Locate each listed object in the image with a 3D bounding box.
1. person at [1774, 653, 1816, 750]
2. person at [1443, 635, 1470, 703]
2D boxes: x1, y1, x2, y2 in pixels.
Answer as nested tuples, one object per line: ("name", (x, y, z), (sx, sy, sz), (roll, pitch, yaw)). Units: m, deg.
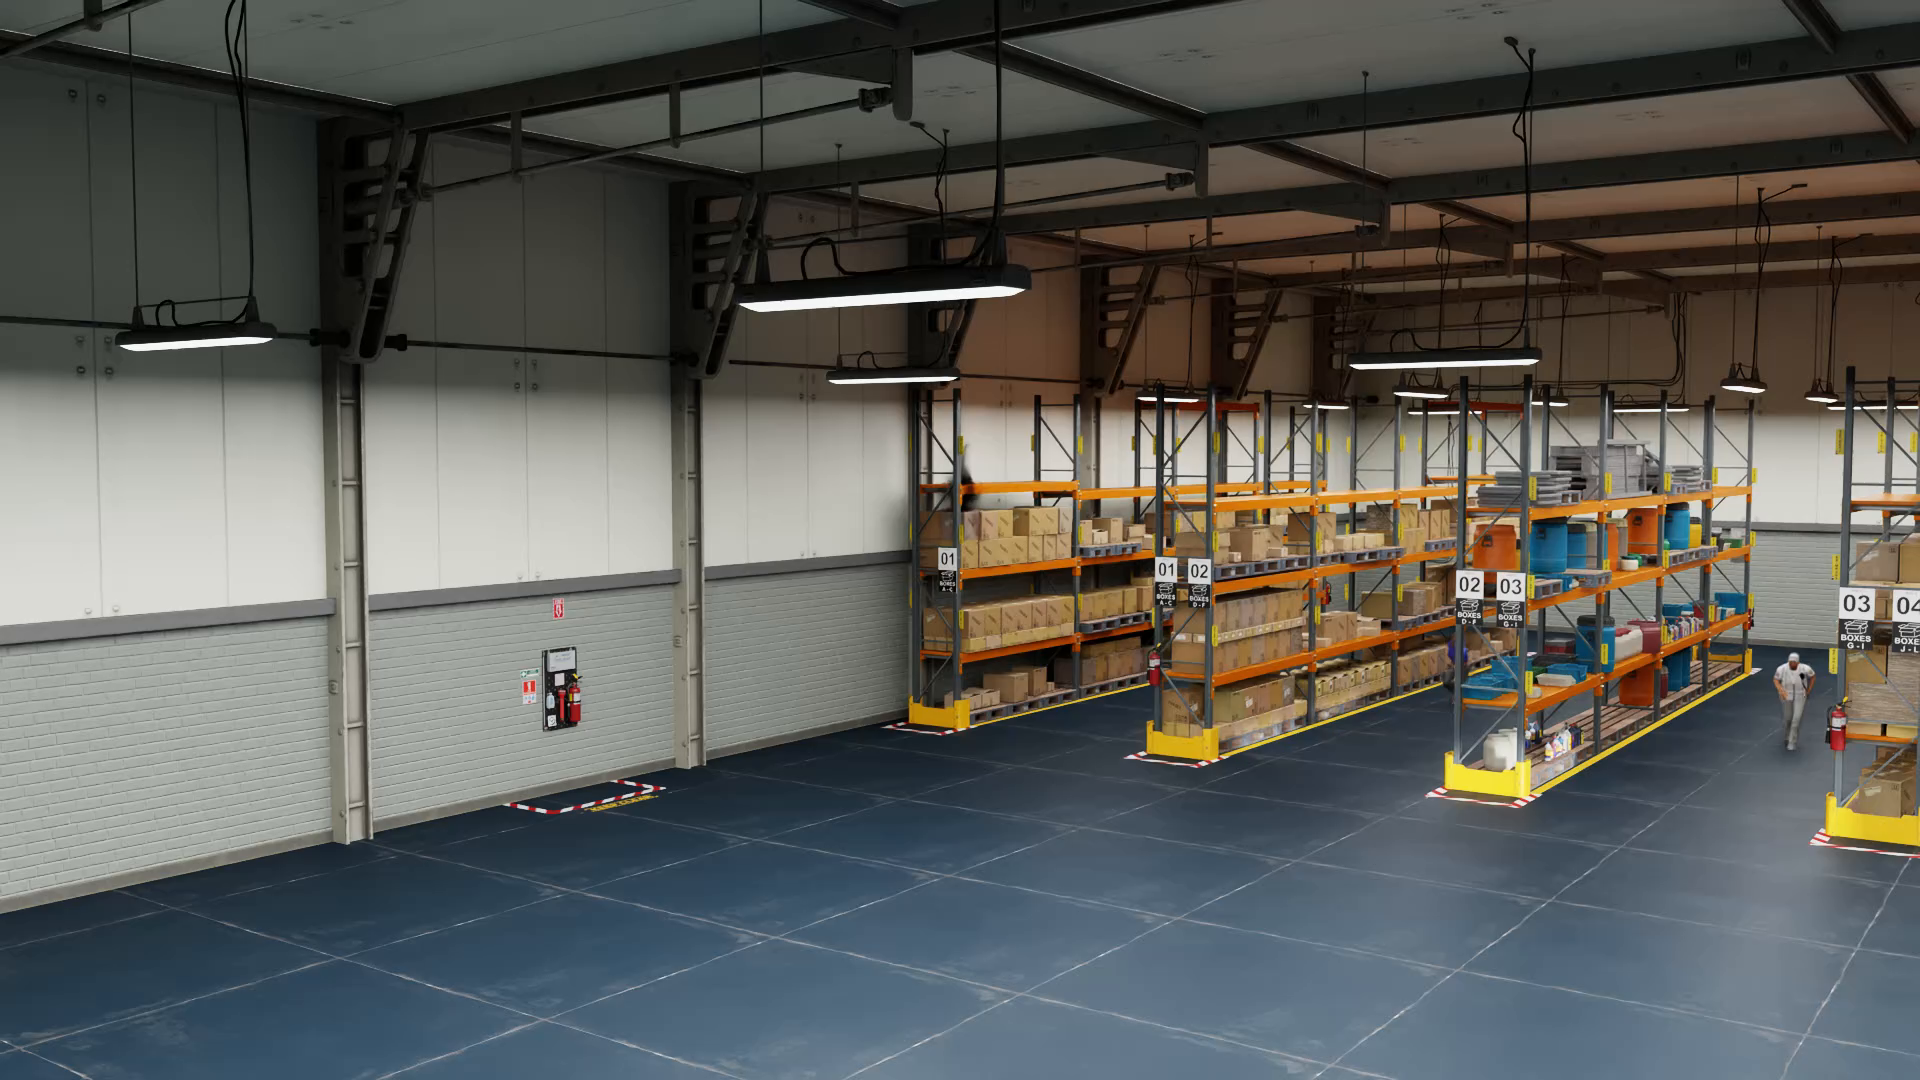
("person", (13.886, 2.653, 27.694), (0.629, 1.629, 1.000), (1, 4, 22))
("person", (9.469, 2.481, 31.684), (0.955, 1.413, 0.595), (-3, 5, -44))
